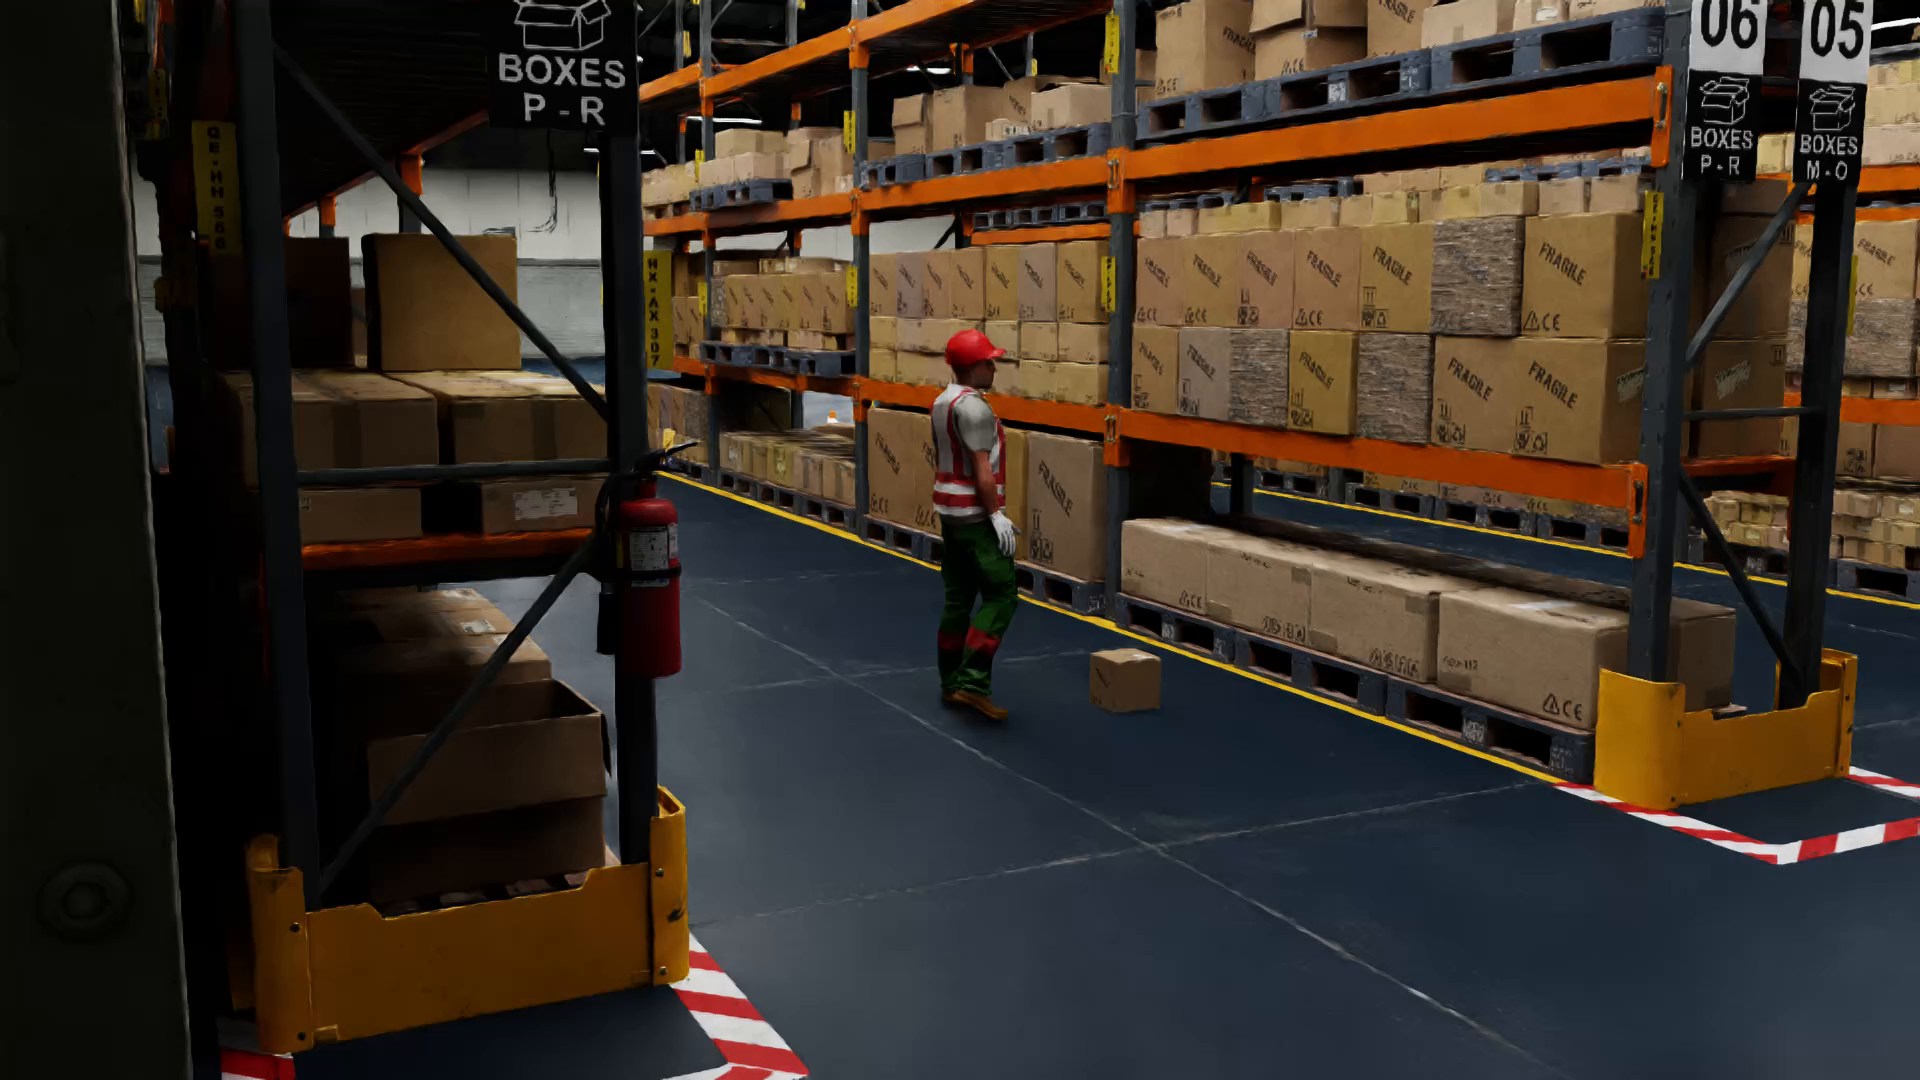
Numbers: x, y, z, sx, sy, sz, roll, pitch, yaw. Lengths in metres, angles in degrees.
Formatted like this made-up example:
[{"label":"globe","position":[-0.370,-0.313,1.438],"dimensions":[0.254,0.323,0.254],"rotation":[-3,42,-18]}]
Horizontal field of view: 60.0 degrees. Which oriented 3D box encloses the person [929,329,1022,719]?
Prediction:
[{"label":"person","position":[0.030,-0.089,7.872],"dimensions":[0.348,1.806,0.667],"rotation":[-3,9,-21]}]
